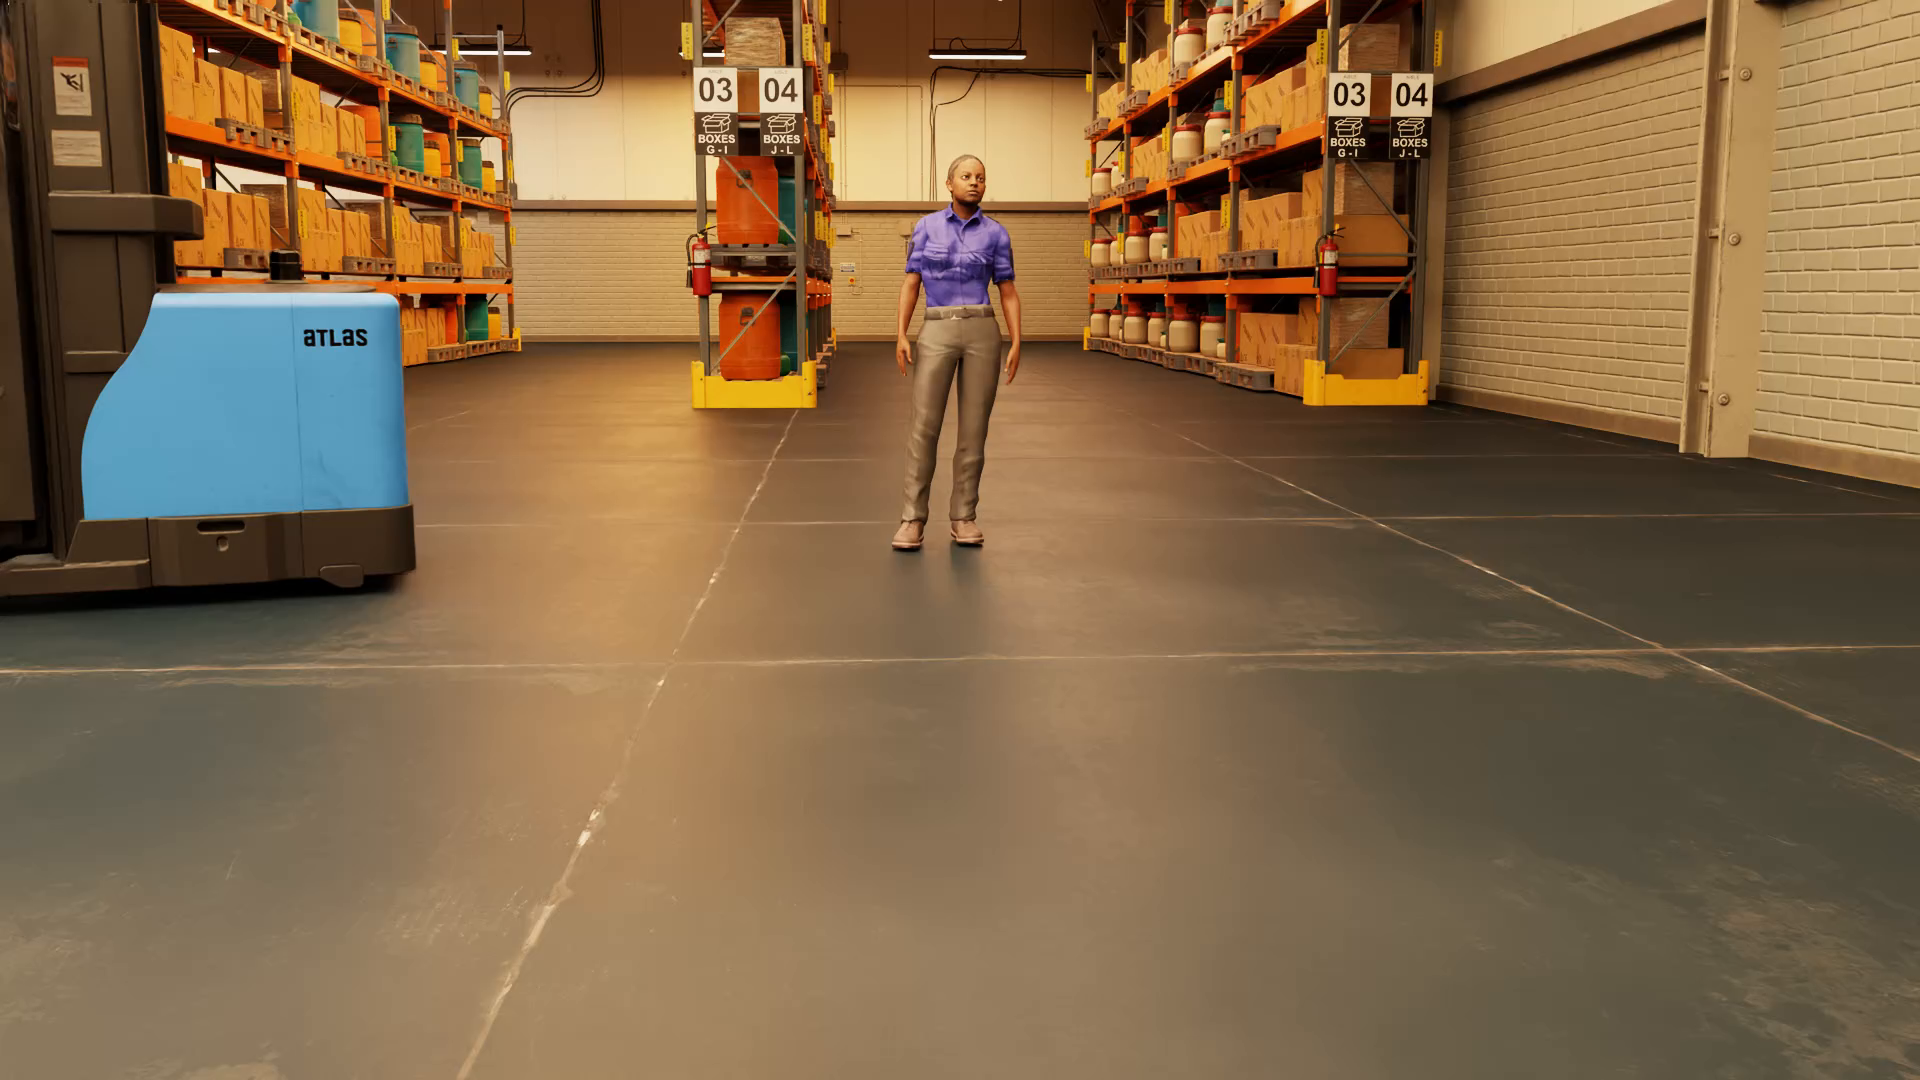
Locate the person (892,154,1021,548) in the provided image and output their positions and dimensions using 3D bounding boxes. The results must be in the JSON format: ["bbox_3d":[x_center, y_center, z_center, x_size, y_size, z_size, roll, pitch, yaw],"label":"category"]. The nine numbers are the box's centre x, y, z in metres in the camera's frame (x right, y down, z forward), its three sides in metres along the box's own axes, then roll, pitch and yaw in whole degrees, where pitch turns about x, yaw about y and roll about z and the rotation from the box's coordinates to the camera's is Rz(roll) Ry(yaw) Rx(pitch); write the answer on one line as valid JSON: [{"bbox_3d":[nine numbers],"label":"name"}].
[{"bbox_3d":[-0.015,-0.812,7.100,0.569,1.654,0.504,-1,8,-4],"label":"person"}]

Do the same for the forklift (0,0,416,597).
[{"bbox_3d":[-3.570,-1.257,5.795,3.031,2.935,1.130,-3,9,-20],"label":"forklift"}]
